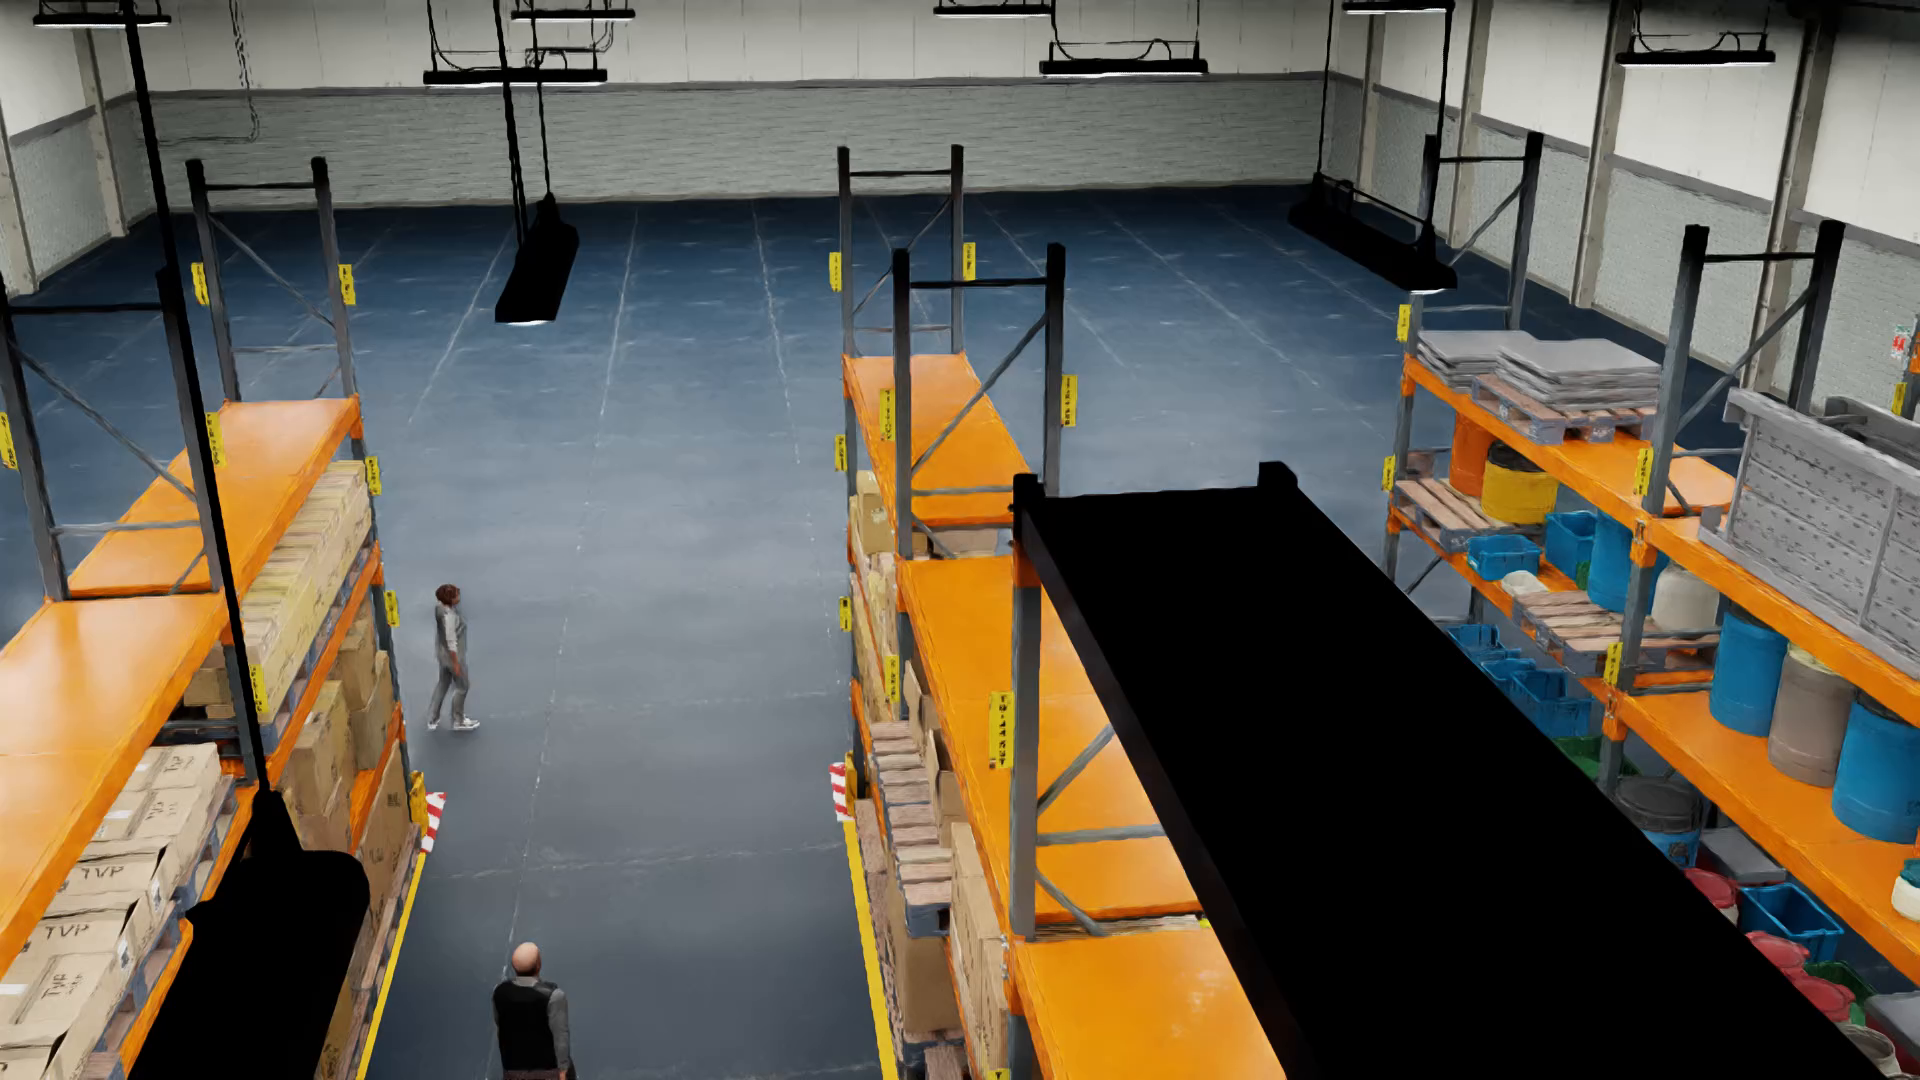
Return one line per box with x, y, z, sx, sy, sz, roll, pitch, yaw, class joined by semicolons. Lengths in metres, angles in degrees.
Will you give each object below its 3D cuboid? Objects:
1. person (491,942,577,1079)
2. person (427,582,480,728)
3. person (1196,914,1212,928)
-2.755;3.363;10.863;0.505;1.663;1.033;0;22;1;person
-5.135;1.163;16.571;0.483;1.587;0.514;-13;25;-30;person
1.586;3.102;11.470;0.579;1.688;1.107;-2;22;-5;person
